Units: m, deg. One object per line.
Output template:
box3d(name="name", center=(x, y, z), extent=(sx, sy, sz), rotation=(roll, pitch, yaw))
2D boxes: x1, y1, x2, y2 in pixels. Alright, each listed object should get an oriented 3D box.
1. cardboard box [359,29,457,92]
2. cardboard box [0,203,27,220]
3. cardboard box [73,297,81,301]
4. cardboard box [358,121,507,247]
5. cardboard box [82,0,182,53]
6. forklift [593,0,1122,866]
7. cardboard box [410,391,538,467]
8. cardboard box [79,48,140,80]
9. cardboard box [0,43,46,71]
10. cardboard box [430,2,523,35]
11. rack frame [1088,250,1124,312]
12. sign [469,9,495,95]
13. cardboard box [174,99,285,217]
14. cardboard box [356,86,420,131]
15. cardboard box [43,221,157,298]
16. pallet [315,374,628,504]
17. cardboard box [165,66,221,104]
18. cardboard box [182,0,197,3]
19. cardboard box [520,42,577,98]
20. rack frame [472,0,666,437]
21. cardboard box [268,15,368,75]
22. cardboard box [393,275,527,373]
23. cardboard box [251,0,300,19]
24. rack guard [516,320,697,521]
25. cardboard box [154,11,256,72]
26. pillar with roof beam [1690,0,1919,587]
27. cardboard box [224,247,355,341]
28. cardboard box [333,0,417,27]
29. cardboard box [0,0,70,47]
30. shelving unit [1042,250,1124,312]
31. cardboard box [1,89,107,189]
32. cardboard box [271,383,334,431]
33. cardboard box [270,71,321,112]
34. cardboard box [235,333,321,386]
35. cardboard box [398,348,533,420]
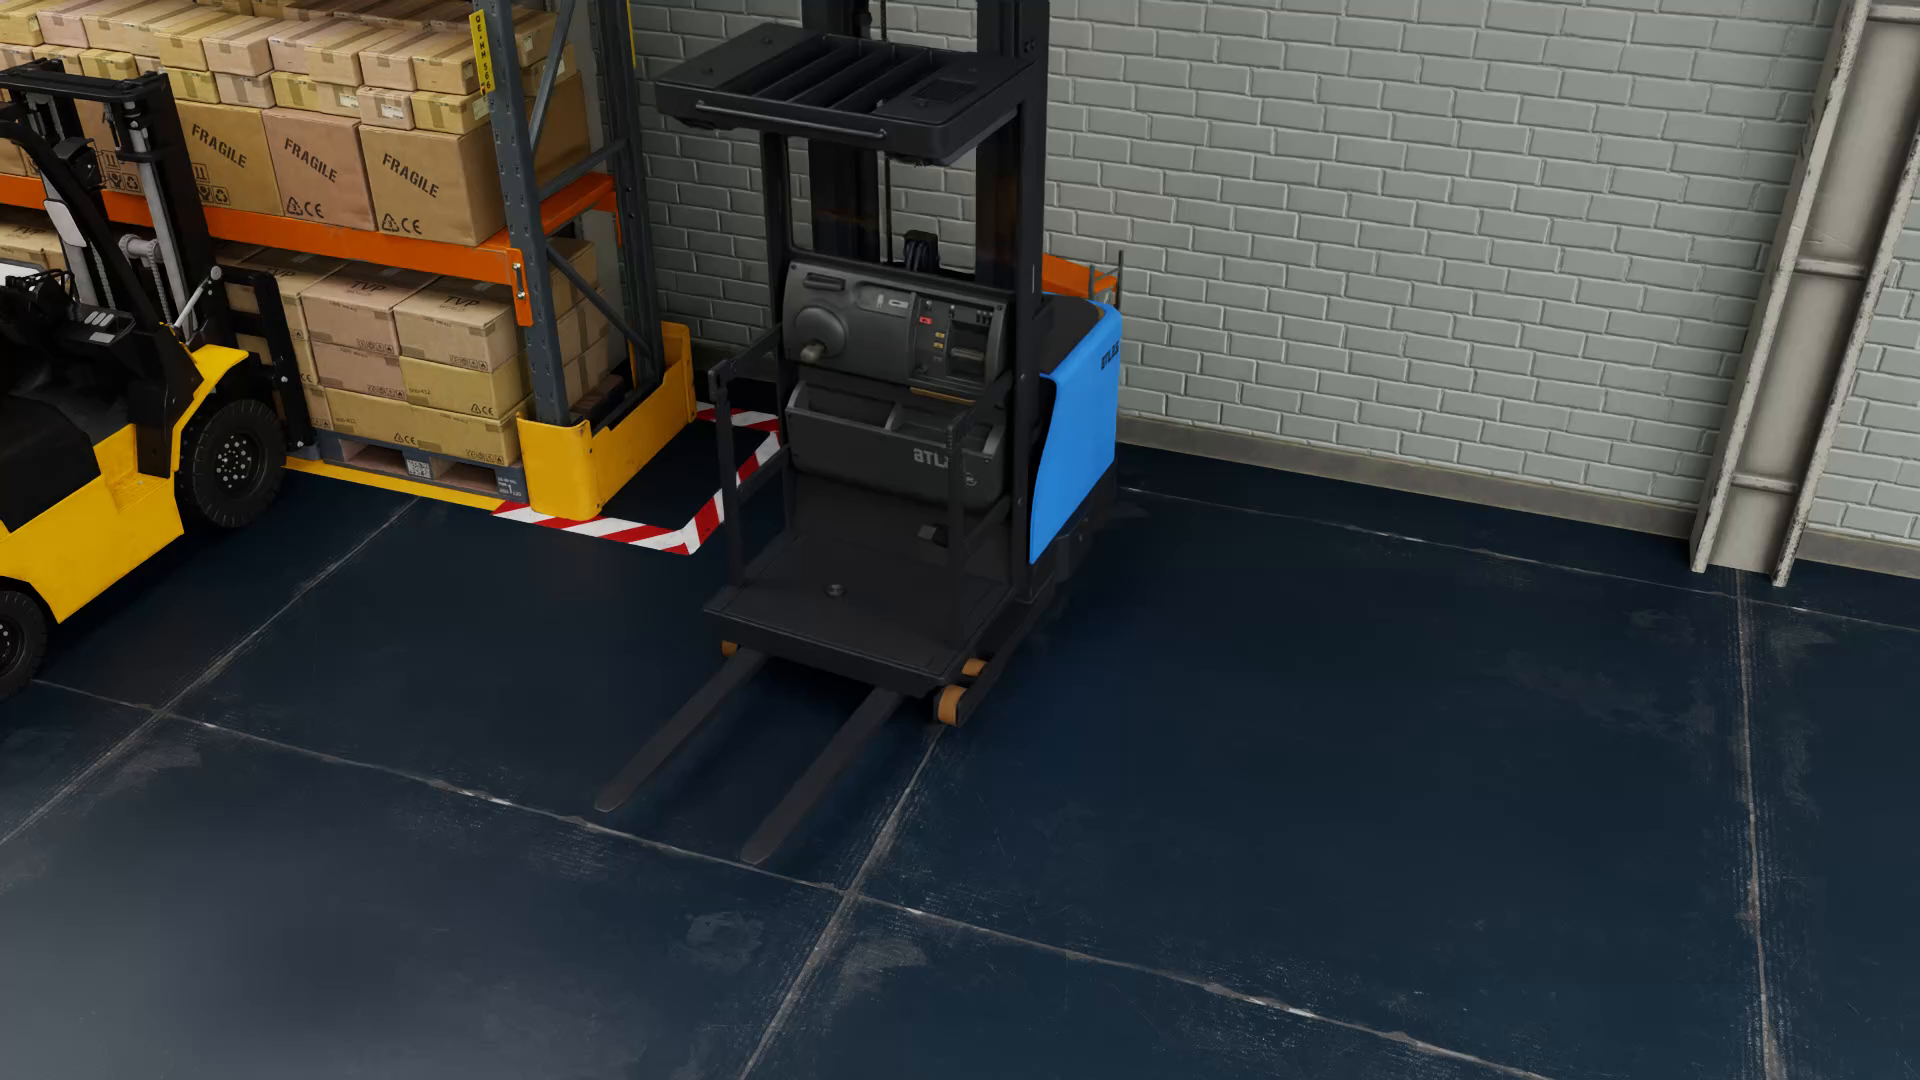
box3d(name="cardboard box", center=(-2.398, -2.101, 7.274), extent=(0.250, 0.149, 0.380), rotation=(11, 34, 17))
box3d(name="cardboard box", center=(-5.163, -1.599, 8.686), extent=(0.500, 0.250, 0.500), rotation=(10, 34, 16))
box3d(name="cardboard box", center=(-4.218, -1.202, 8.533), extent=(0.500, 0.250, 0.500), rotation=(11, 34, 16))
box3d(name="cardboard box", center=(-2.299, -1.672, 7.482), extent=(0.500, 0.500, 0.500), rotation=(10, 34, 15))
box3d(name="cardboard box", center=(-3.833, -2.404, 7.743), extent=(0.250, 0.149, 0.380), rotation=(11, 34, 17))
box3d(name="forklift", center=(-0.350, -0.762, 6.228), extent=(1.130, 2.935, 3.031), rotation=(14, 36, 21))
box3d(name="cardboard box", center=(-2.296, -0.620, 8.092), extent=(0.500, 0.250, 0.500), rotation=(11, 35, 17))
box3d(name="cardboard box", center=(-3.853, -2.235, 7.756), extent=(0.250, 0.149, 0.380), rotation=(10, 34, 15))
box3d(name="cardboard box", center=(-4.349, -2.316, 7.881), extent=(0.250, 0.149, 0.380), rotation=(11, 34, 16))
box3d(name="cardboard box", center=(-2.221, -2.365, 7.682), extent=(0.250, 0.149, 0.380), rotation=(12, 35, 18))
box3d(name="rack frame", center=(0.663, -0.771, 7.837), extent=(0.015, 1.200, 0.240), rotation=(25, 40, 34))
box3d(name="sign", center=(-1.944, -1.985, 6.774), extent=(0.005, 0.325, 0.100), rotation=(11, 34, 16))
box3d(name="cardboard box", center=(-3.267, -1.865, 7.781), extent=(0.500, 0.500, 0.500), rotation=(10, 34, 16))
box3d(name="cardboard box", center=(-2.419, -1.940, 7.300), extent=(0.250, 0.149, 0.380), rotation=(12, 35, 17))
box3d(name="cardboard box", center=(-4.213, -1.415, 8.402), extent=(0.500, 0.250, 0.500), rotation=(12, 35, 18))
box3d(name="pallet", center=(-2.481, -0.621, 8.517), extent=(1.213, 0.211, 1.003), rotation=(11, 34, 16))
box3d(name="cardboard box", center=(-3.384, -2.131, 7.595), extent=(0.250, 0.149, 0.380), rotation=(11, 35, 17))
box3d(name="cardboard box", center=(-3.688, -2.628, 8.091), extent=(0.250, 0.149, 0.380), rotation=(12, 35, 18))
box3d(name="cardboard box", center=(-1.979, -2.183, 7.675), extent=(0.250, 0.149, 0.380), rotation=(10, 34, 15))
box3d(name="rack frame", center=(-1.747, -1.674, 7.577), extent=(0.127, 3.000, 1.000), rotation=(11, 34, 16))
box3d(name="cardboard box", center=(-2.863, -2.218, 7.456), extent=(0.250, 0.149, 0.380), rotation=(11, 35, 17))
box3d(name="cardboard box", center=(-2.286, -1.040, 7.822), extent=(0.500, 0.250, 0.500), rotation=(12, 35, 18))
box3d(name="cardboard box", center=(-3.178, -2.577, 8.011), extent=(0.250, 0.149, 0.380), rotation=(10, 34, 15))
box3d(name="rack guard", center=(-1.725, -0.619, 8.248), extent=(0.348, 0.500, 1.175), rotation=(11, 34, 16))
box3d(name="cardboard box", center=(-3.391, -2.254, 7.511), extent=(0.250, 0.149, 0.380), rotation=(12, 35, 17))
box3d(name="pillar with roof beam", center=(2.097, -1.486, 1.755), extent=(0.400, 9.000, 9.100), rotation=(11, 34, 16))
box3d(name="cardboard box", center=(-3.247, -1.218, 8.097), extent=(0.500, 0.250, 0.500), rotation=(11, 35, 17))
box3d(name="cardboard box", center=(-2.708, -2.443, 7.804), extent=(0.250, 0.149, 0.380), rotation=(11, 35, 17))
box3d(name="cardboard box", center=(-4.332, -2.459, 7.828), extent=(0.250, 0.149, 0.380), rotation=(10, 34, 16))
box3d(name="shelving unit", center=(0.480, -0.858, 7.972), extent=(0.503, 1.200, 0.258), rotation=(25, 40, 34))
box3d(name="cardboard box", center=(-4.210, -2.054, 8.074), extent=(0.500, 0.500, 0.500), rotation=(11, 34, 16))
box3d(name="cardboard box", center=(-3.229, -0.812, 8.390), extent=(0.500, 0.250, 0.500), rotation=(11, 35, 17))
box3d(name="cardboard box", center=(-2.872, -2.070, 7.501), extent=(0.250, 0.149, 0.380), rotation=(11, 34, 16))
box3d(name="cardboard box", center=(-3.273, -1.016, 8.245), extent=(0.500, 0.250, 0.500), rotation=(10, 34, 15))
box3d(name="cardboard box", center=(-2.311, -0.835, 7.964), extent=(0.500, 0.250, 0.500), rotation=(11, 34, 16))
